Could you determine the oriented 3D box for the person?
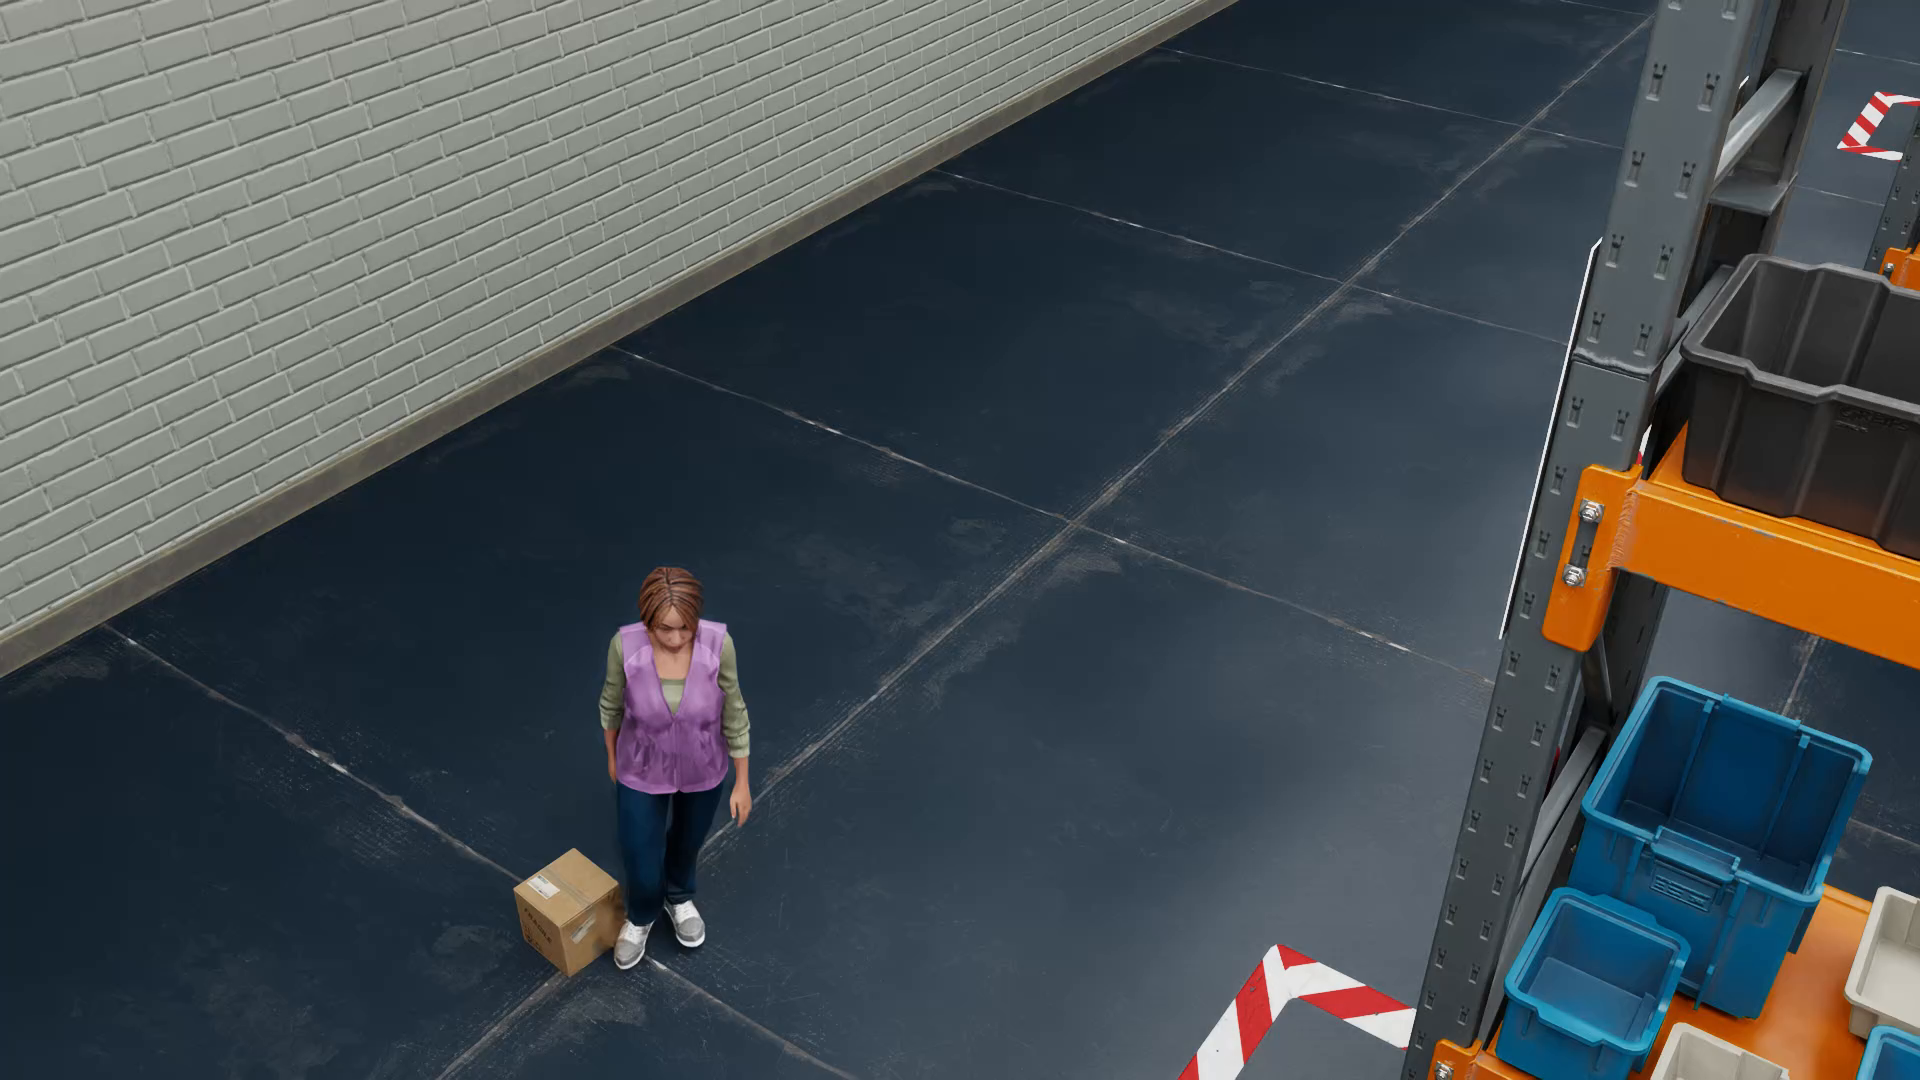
[{"bbox_3d":[-0.909,0.697,5.145,0.510,1.574,0.457,-11,37,-16],"label":"person"}]
